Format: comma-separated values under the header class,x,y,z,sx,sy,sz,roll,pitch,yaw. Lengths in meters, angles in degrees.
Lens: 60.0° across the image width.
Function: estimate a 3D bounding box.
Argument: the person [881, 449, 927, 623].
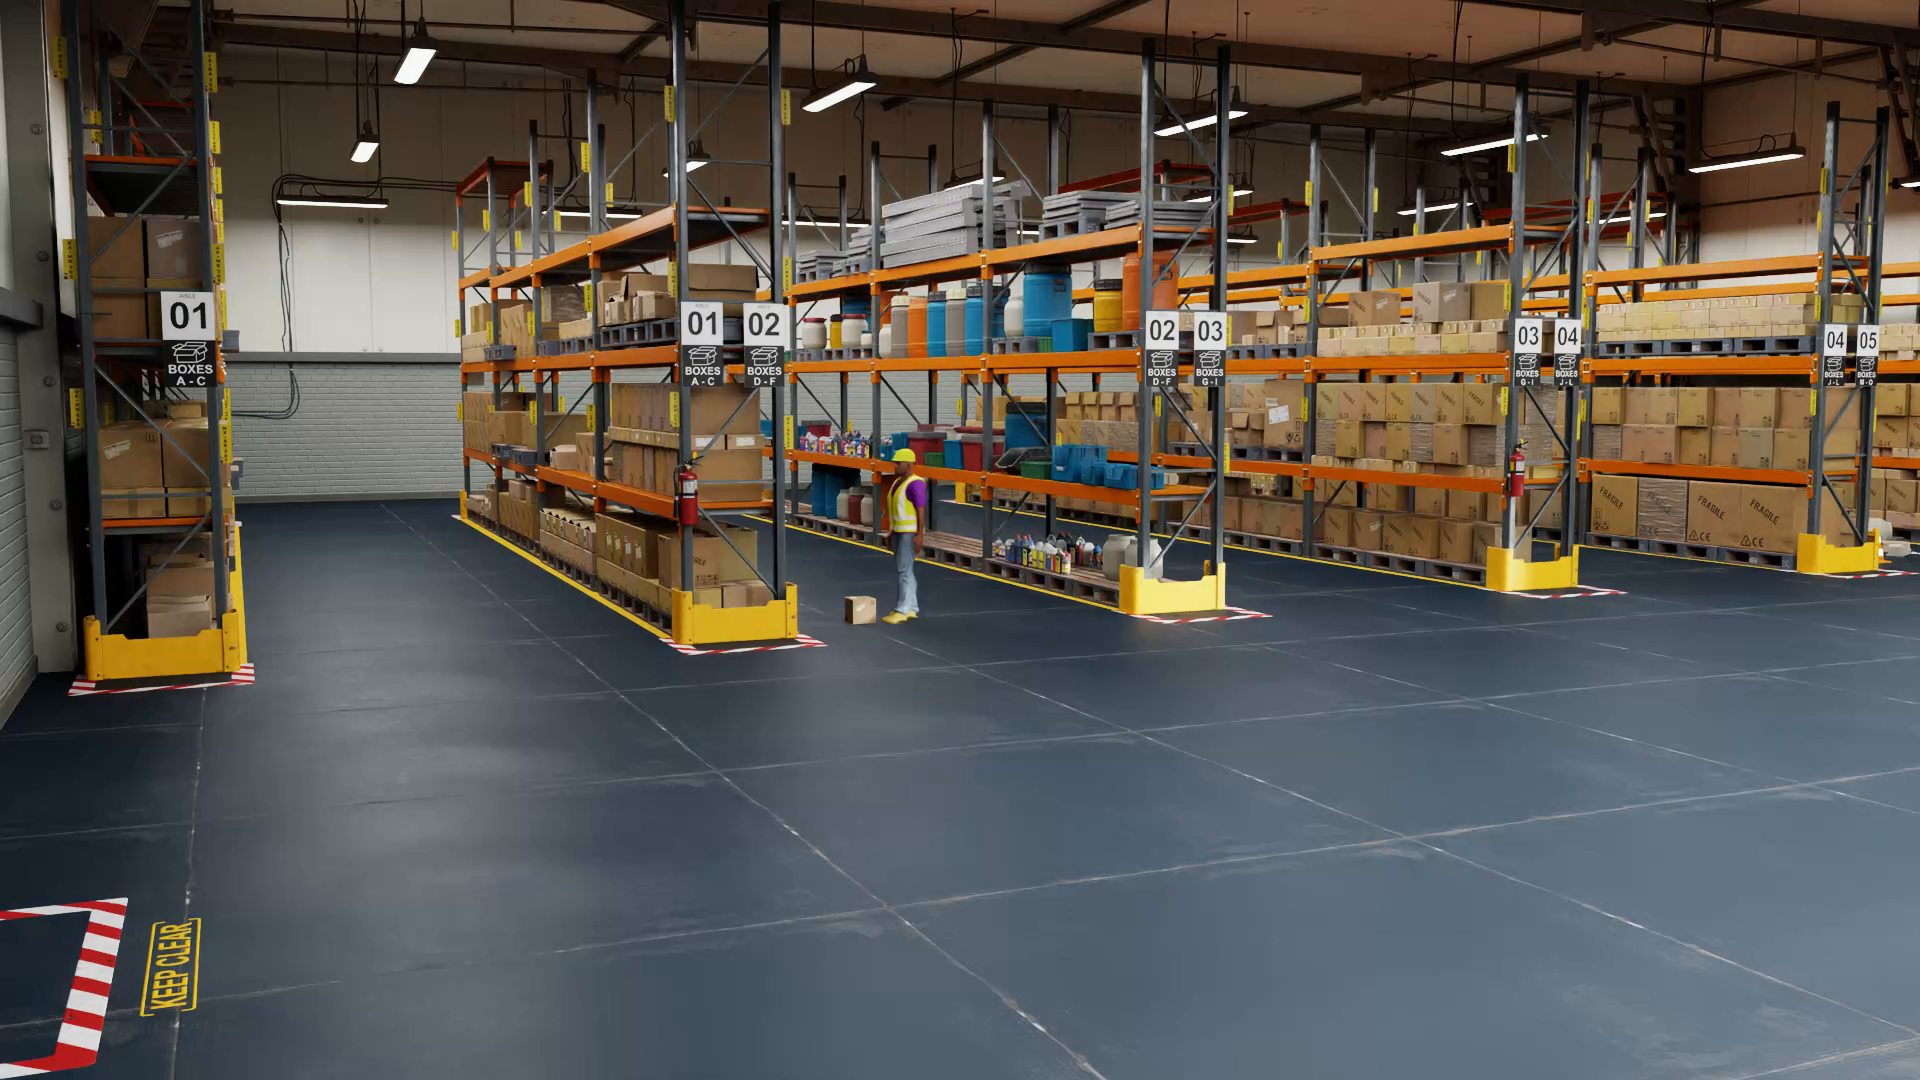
class,x,y,z,sx,sy,sz,roll,pitch,yaw
person,-0.643,-0.054,17.141,0.571,1.770,0.575,-3,6,-29
